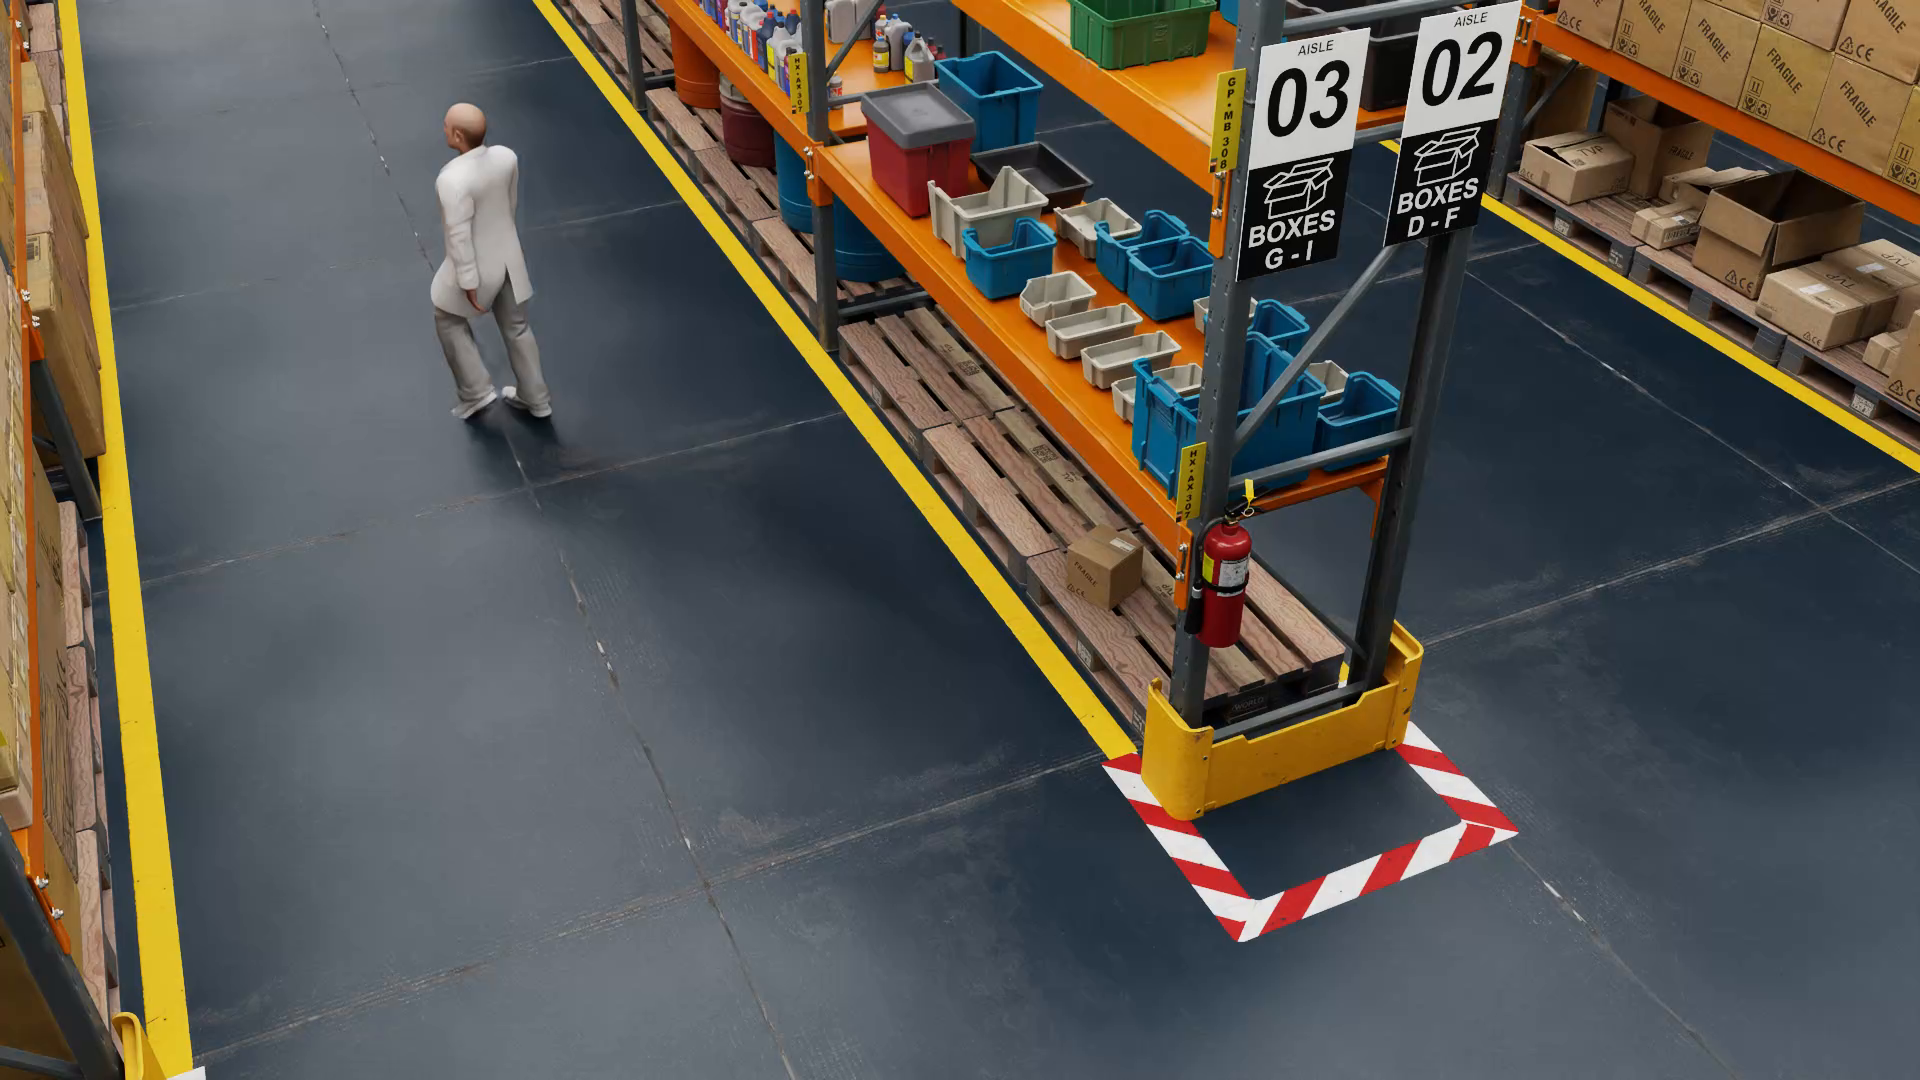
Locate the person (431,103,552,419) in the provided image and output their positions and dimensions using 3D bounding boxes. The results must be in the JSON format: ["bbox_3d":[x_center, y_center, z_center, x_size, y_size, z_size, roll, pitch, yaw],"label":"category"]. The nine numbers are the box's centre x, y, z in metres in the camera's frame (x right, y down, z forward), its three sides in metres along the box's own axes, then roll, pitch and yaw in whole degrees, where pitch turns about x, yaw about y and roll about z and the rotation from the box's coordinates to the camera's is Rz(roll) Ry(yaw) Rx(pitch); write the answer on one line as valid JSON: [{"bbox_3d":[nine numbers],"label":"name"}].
[{"bbox_3d":[-2.518,-1.433,8.809,0.576,1.848,0.572,21,42,26],"label":"person"}]
